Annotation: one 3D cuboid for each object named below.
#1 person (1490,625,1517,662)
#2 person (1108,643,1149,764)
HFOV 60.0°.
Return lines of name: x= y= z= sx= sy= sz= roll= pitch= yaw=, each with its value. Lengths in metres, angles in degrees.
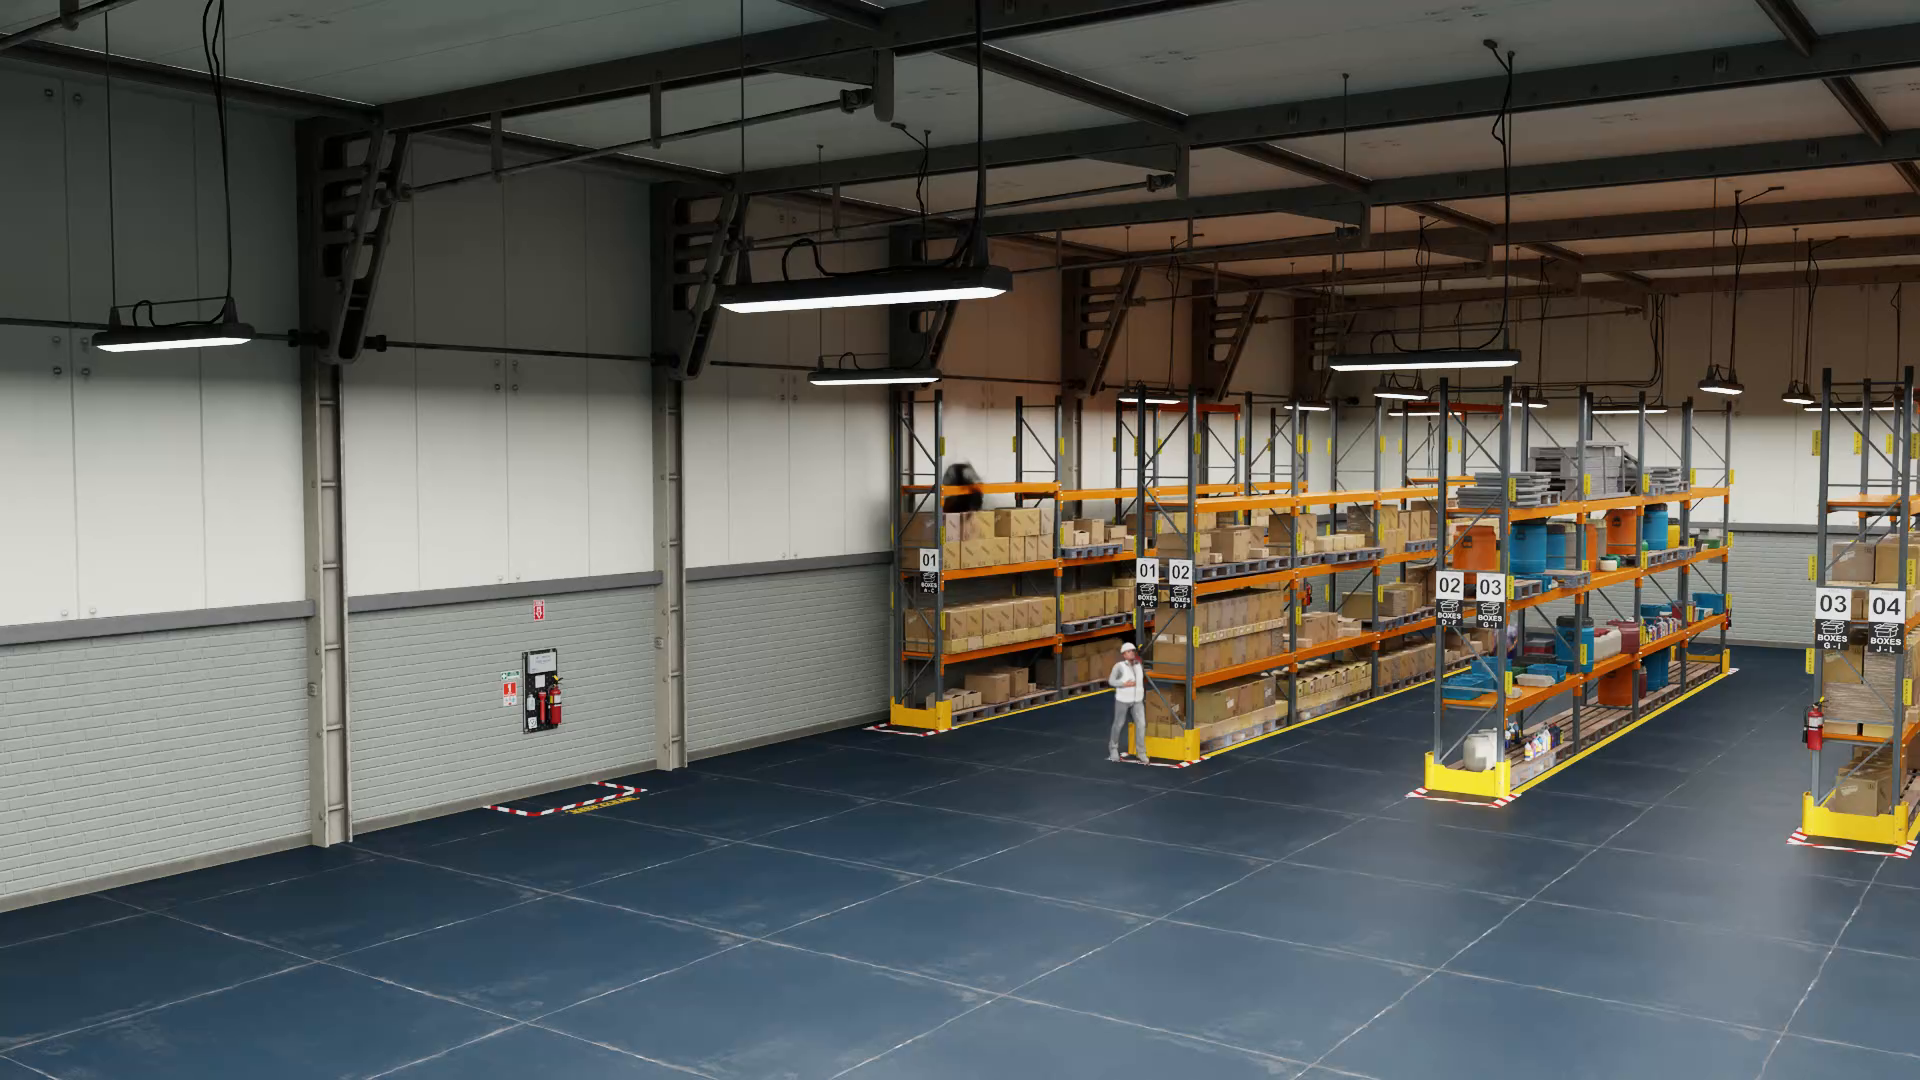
person: x=11.056 y=2.305 z=33.775 sx=0.618 sy=1.618 sz=0.719 roll=2 pitch=4 yaw=36
person: x=2.572 y=2.470 z=25.294 sx=0.669 sy=1.816 sz=0.857 roll=-1 pitch=4 yaw=-24
